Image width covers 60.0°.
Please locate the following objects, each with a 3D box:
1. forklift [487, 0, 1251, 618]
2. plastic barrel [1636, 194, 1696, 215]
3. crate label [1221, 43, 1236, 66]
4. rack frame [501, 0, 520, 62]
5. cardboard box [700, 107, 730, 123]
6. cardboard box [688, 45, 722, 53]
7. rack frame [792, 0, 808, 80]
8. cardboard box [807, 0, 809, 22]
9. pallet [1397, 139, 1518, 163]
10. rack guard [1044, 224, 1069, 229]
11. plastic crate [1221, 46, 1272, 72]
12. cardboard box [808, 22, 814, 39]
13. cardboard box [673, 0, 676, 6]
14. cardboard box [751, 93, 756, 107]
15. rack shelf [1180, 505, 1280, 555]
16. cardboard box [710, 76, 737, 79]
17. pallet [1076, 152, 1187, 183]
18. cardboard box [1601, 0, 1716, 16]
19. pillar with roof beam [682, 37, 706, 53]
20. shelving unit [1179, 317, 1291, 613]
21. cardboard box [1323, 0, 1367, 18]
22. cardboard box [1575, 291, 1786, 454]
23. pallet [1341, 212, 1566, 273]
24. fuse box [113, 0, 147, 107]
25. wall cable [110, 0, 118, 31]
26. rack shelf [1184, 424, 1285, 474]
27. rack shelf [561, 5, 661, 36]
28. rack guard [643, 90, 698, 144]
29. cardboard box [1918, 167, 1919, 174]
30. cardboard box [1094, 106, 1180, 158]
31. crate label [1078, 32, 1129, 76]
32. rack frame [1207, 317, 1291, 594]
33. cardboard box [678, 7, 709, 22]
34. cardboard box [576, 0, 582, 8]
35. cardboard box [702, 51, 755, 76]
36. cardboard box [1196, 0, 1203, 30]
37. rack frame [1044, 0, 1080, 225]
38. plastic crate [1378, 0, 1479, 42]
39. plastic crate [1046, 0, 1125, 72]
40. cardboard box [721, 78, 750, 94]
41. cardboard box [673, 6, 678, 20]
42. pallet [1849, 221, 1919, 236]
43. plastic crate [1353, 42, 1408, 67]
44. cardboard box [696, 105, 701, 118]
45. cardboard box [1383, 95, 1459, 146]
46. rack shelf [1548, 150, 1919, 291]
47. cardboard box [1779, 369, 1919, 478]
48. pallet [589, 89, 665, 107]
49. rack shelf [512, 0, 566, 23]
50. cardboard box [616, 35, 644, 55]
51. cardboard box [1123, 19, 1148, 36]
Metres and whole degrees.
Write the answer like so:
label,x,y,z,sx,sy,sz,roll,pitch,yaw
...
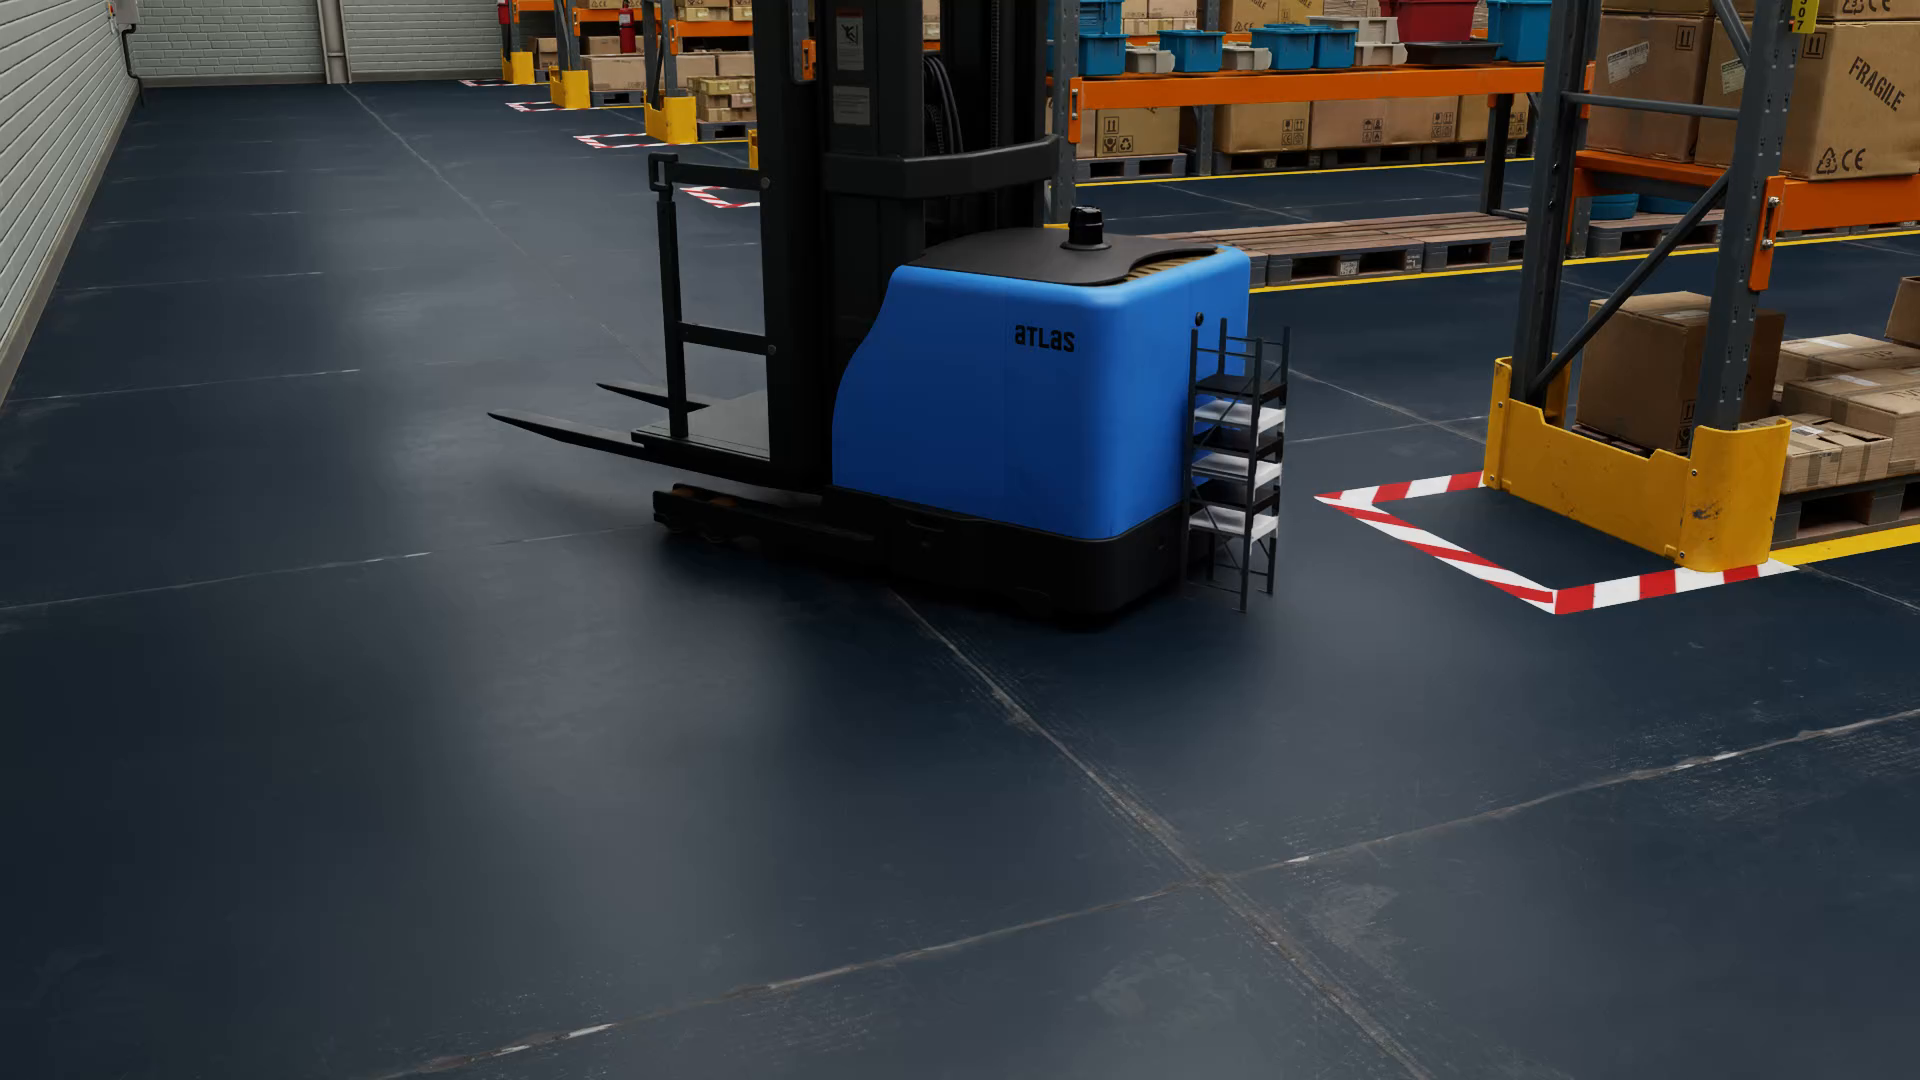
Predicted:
label,x,y,z,sx,sy,sz,roll,pitch,yaw
forklift,-0.512,-1.500,5.869,3.031,2.935,1.130,13,23,32
plastic barrel,5.265,-2.891,12.244,0.708,0.901,0.600,-8,21,-22
crate label,1.631,-3.141,10.734,0.243,0.136,0.396,-8,21,-22
rack frame,-7.421,-9.043,27.188,0.127,3.000,1.000,-8,21,-22
cardboard box,-2.790,-4.858,18.963,0.250,0.149,0.380,-8,21,-21
cardboard box,-4.448,-8.484,29.017,0.500,0.311,0.500,-7,21,-20
rack frame,-1.526,-4.508,14.308,0.127,3.000,1.000,-8,21,-22
cardboard box,-1.186,-4.722,14.694,0.500,0.250,0.500,-9,21,-23
pallet,5.066,-4.164,17.530,1.213,0.211,1.003,-8,21,-22
rack guard,0.419,-1.811,10.413,0.348,0.500,1.175,-8,21,-22
plastic crate,1.743,-2.939,10.161,0.298,0.136,0.250,-8,21,-22
cardboard box,-1.330,-4.536,14.768,0.250,0.149,0.380,-8,21,-21
cardboard box,-3.087,-6.359,18.966,0.500,0.500,0.500,-8,21,-21
cardboard box,-2.352,-5.096,19.190,0.250,0.149,0.380,-8,21,-21
rack shelf,0.879,-0.038,5.417,0.258,0.077,0.200,13,23,32
cardboard box,-2.759,-5.330,19.408,0.250,0.149,0.380,-8,21,-21
pallet,1.418,-3.642,16.049,1.213,0.211,1.003,-8,21,-22
cardboard box,2.694,-2.147,5.948,0.500,0.500,0.500,-8,21,-22
pillar with roof beam,-3.039,-11.269,24.478,0.400,9.000,9.100,-8,21,-22
shelving unit,0.879,-0.239,5.347,0.258,0.900,0.210,13,23,32
cardboard box,3.589,-5.197,16.116,0.500,0.500,0.500,-9,21,-23
cardboard box,2.796,-0.661,6.485,0.500,0.500,0.500,-8,21,-22
pallet,3.449,-2.100,11.667,1.213,0.211,1.003,-8,21,-22
fuse box,-11.318,-6.833,22.852,0.414,1.711,0.539,-8,21,-22
wall cable,-11.192,-7.691,21.819,0.122,1.984,0.588,-8,21,-22
rack shelf,0.879,-0.293,5.328,0.258,0.077,0.200,13,23,32
rack shelf,-3.615,-7.453,23.757,4.000,0.370,1.077,-8,21,-22
rack guard,-3.328,-4.864,19.085,0.348,0.500,1.175,-8,21,-22
cardboard box,3.378,-1.581,5.845,0.500,0.500,0.500,-8,21,-22
cardboard box,1.509,-4.167,15.908,0.875,0.875,0.875,-8,21,-22
crate label,0.793,-2.879,9.843,0.303,0.233,0.416,-8,21,-22
rack frame,0.937,-0.267,5.425,0.240,0.900,0.006,13,23,32
cardboard box,-2.971,-5.858,18.520,0.250,0.149,0.380,-8,21,-22
cardboard box,-5.113,-7.721,23.284,0.500,0.500,0.500,-8,21,-22
cardboard box,-3.219,-6.878,24.264,0.875,0.438,0.875,-9,21,-24
cardboard box,2.468,-5.226,16.197,0.500,0.500,0.500,-8,21,-22
rack frame,0.436,-2.997,10.018,0.127,3.000,1.000,-8,21,-22
plastic crate,3.189,-3.541,11.376,0.583,0.464,0.402,-8,21,-22
plastic crate,0.669,-3.143,10.289,0.499,0.435,0.616,-8,21,-22
cardboard box,-2.577,-5.206,19.055,0.250,0.149,0.380,-8,21,-21
cardboard box,-3.210,-6.044,19.050,0.250,0.149,0.380,-8,21,-22
pallet,7.074,-2.618,13.139,1.213,0.211,1.003,-8,21,-22
plastic crate,2.629,-3.107,10.635,0.466,0.136,0.293,-8,21,-22
cardboard box,-2.997,-5.020,19.422,0.250,0.149,0.380,-8,21,-21
cardboard box,4.356,-4.557,17.014,0.875,0.875,1.225,-8,21,-22
rack shelf,4.231,-1.410,6.593,4.000,0.370,1.077,-8,21,-22
cardboard box,3.465,-0.448,6.254,0.500,0.250,0.500,-8,21,-22
pallet,-4.748,-6.343,23.720,1.213,0.211,1.003,-8,21,-22
rack shelf,-5.585,-8.967,28.055,4.000,0.370,1.077,-8,21,-22
cardboard box,-5.496,-8.253,28.077,0.500,0.500,0.500,-8,21,-21
cardboard box,1.525,-4.708,15.254,0.250,0.149,0.380,-9,21,-23
